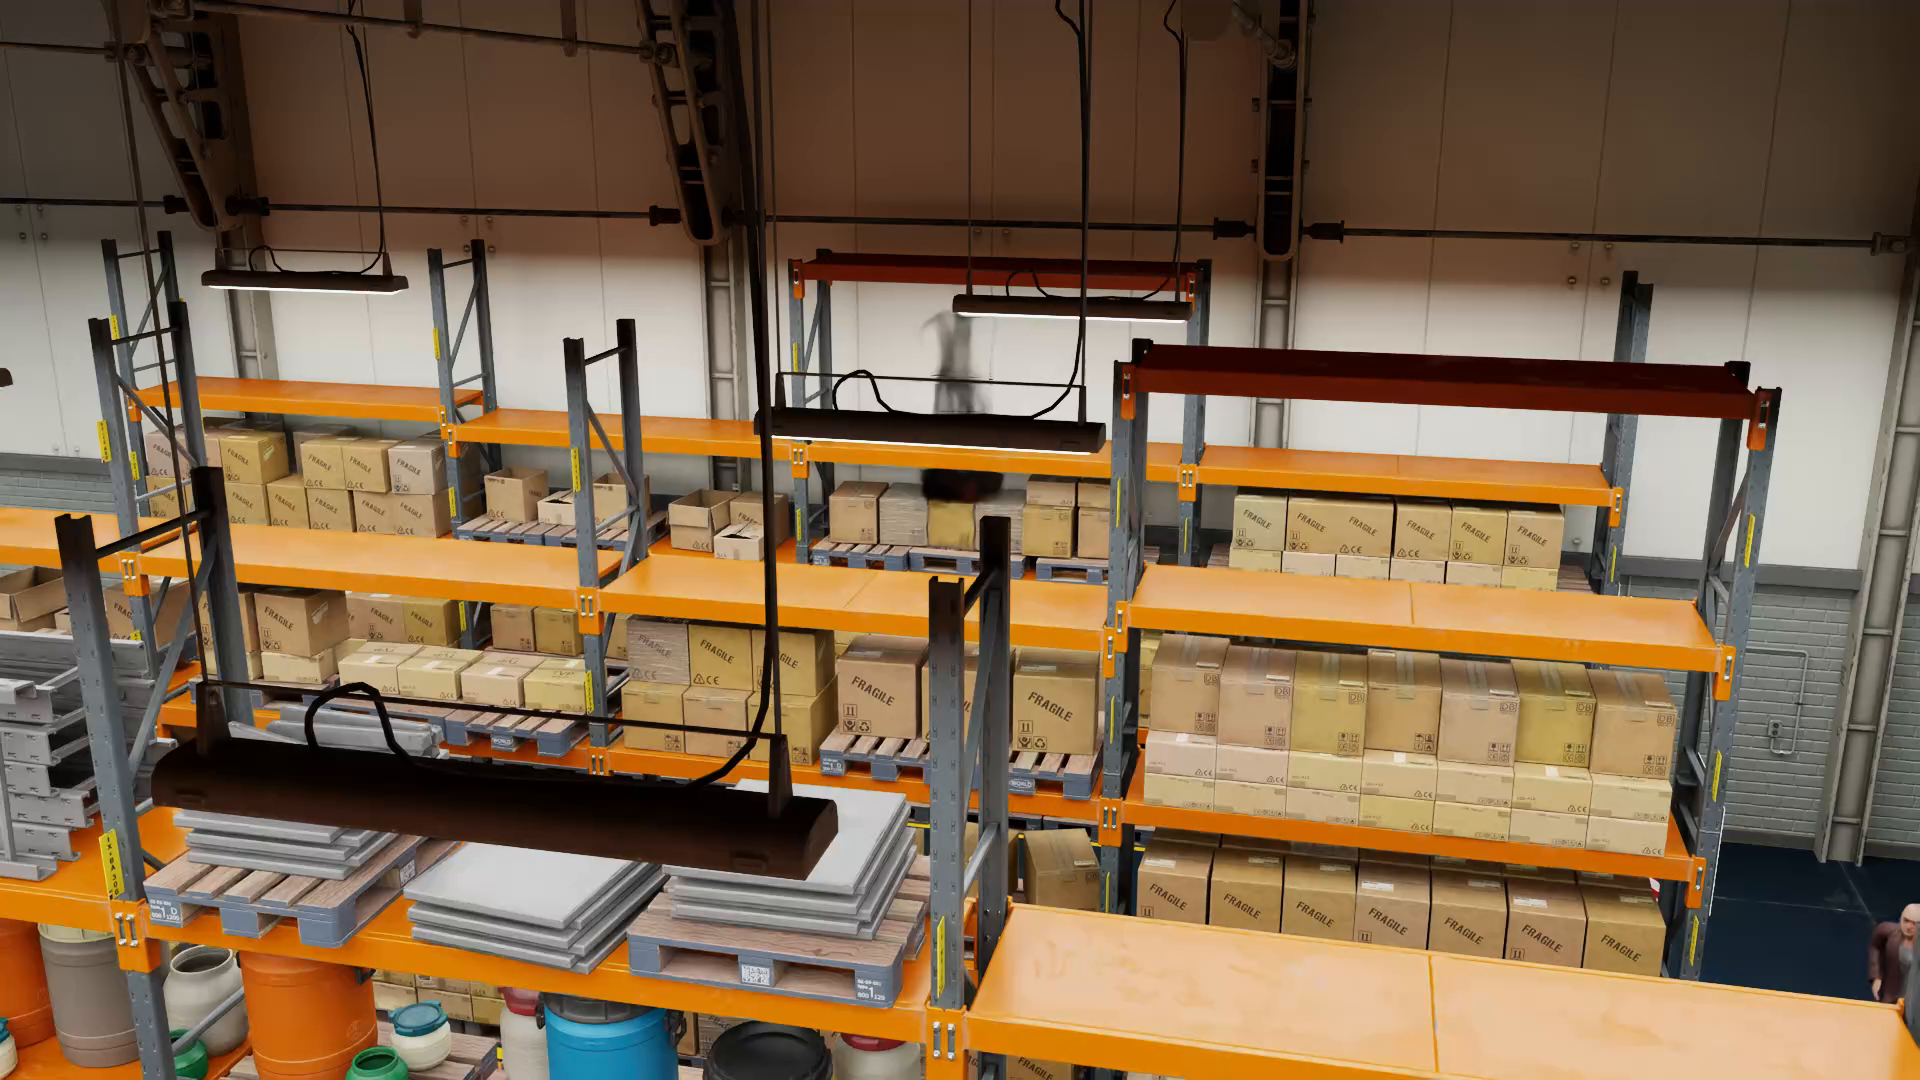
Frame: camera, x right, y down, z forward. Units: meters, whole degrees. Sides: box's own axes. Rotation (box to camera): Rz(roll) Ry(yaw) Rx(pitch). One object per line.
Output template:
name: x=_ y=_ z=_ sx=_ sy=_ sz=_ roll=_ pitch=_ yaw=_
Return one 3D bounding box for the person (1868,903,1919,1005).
person: x=7.450 y=3.606 z=13.040 sx=0.719 sy=1.770 sz=0.972 roll=16 pitch=22 yaw=43
